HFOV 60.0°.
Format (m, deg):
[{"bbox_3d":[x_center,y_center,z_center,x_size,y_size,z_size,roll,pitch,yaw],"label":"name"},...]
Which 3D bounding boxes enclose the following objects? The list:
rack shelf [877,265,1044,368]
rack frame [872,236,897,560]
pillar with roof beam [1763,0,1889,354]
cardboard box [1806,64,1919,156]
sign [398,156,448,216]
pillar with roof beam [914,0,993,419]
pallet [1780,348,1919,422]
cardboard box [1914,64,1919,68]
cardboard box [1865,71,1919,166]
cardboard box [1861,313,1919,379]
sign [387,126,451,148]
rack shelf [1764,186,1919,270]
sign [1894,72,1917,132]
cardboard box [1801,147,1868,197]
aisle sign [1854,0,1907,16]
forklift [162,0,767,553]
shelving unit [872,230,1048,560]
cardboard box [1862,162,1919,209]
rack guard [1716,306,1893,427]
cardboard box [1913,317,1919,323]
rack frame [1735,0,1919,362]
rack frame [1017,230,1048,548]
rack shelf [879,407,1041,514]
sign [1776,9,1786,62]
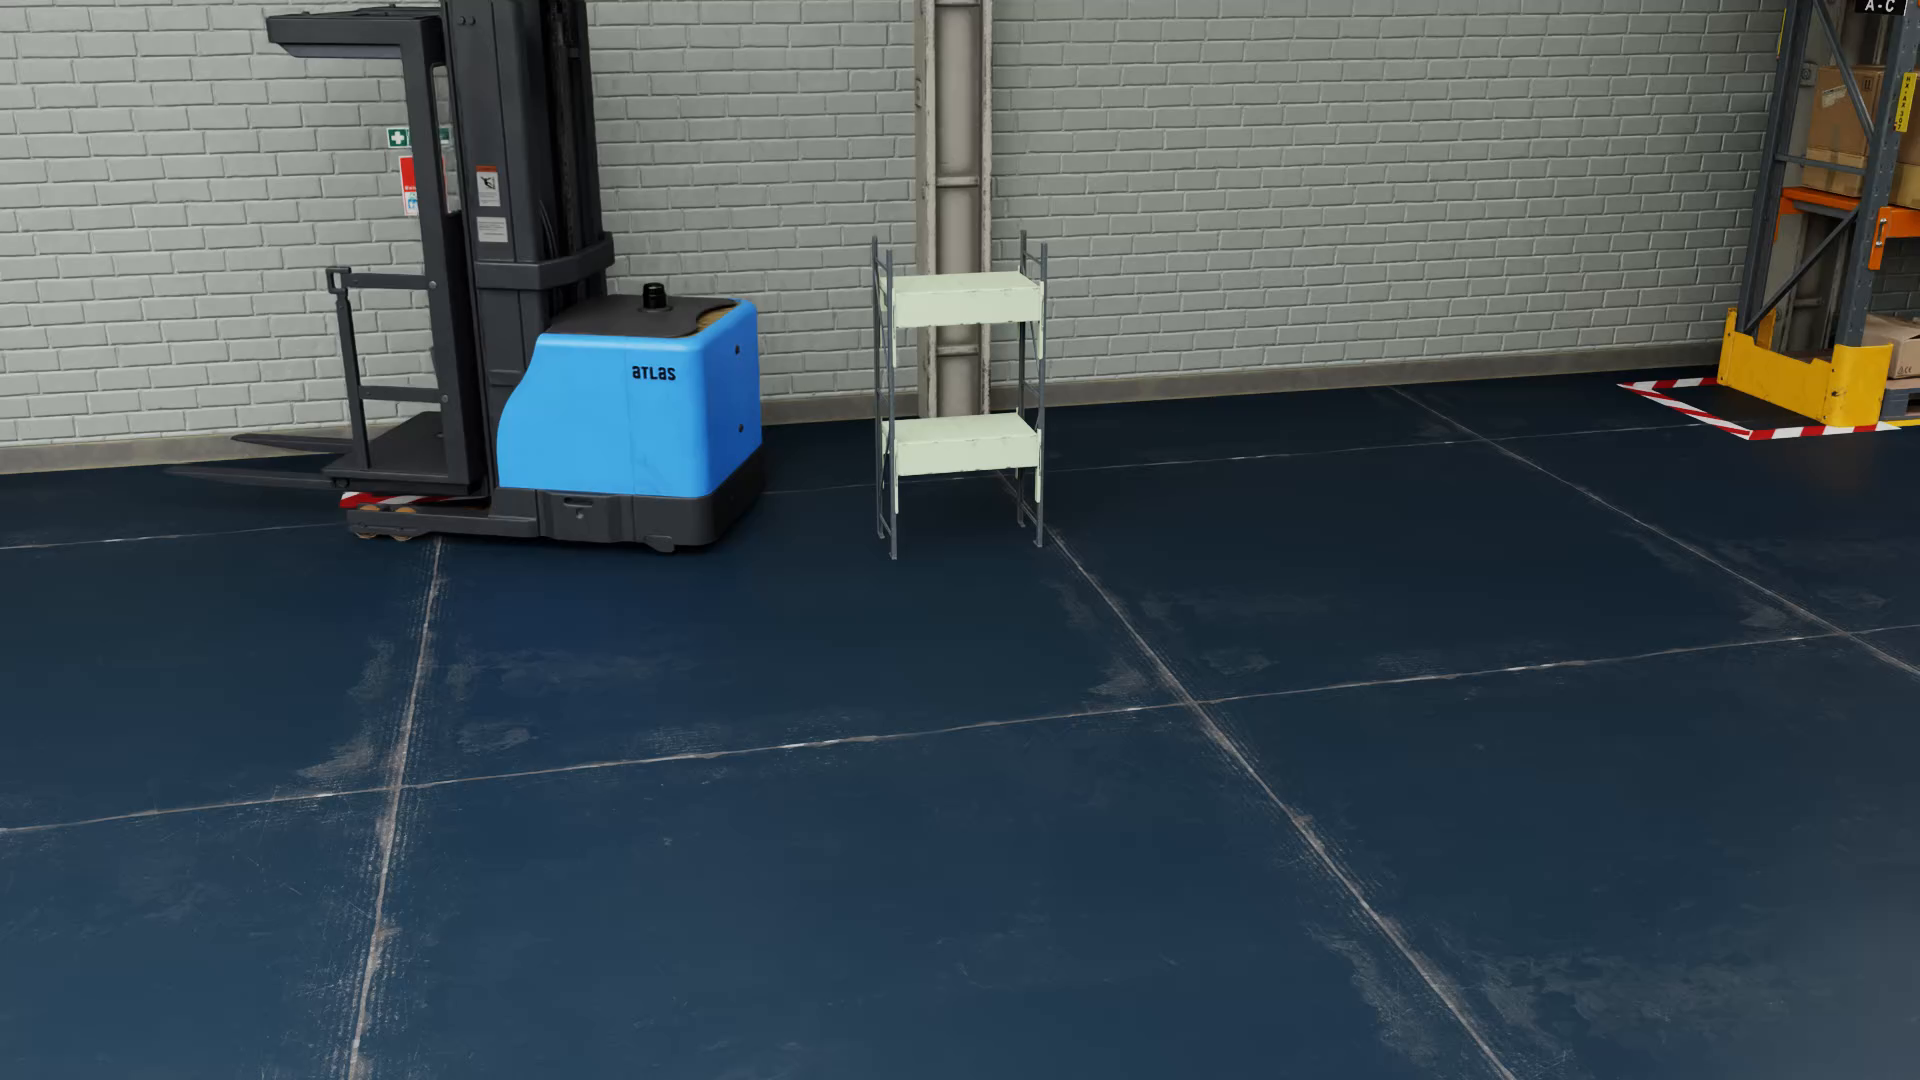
[{"bbox_3d":[-0.006,-1.070,7.921,0.720,0.370,0.431,-5,21,-12],"label":"rack shelf"},{"bbox_3d":[-0.363,-0.675,7.976,0.023,1.500,0.400,-5,21,-12],"label":"rack frame"},{"bbox_3d":[6.791,-4.018,6.201,0.400,9.000,9.100,-5,21,-12],"label":"pillar with roof beam"},{"bbox_3d":[5.728,-2.697,10.414,0.500,0.500,0.500,-5,21,-13],"label":"cardboard box"},{"bbox_3d":[-3.015,-1.992,9.339,0.234,0.329,0.001,-5,21,-12],"label":"sign"},{"bbox_3d":[0.952,-3.543,4.904,0.400,9.000,9.100,-5,21,-12],"label":"pillar with roof beam"},{"bbox_3d":[6.190,-1.046,10.864,1.213,0.211,1.003,-5,21,-12],"label":"pallet"},{"bbox_3d":[6.220,-2.733,10.514,0.500,0.500,0.500,-4,21,-12],"label":"cardboard box"},{"bbox_3d":[5.851,-2.525,9.946,0.500,0.500,0.500,-5,21,-12],"label":"cardboard box"},{"bbox_3d":[6.012,-1.266,10.679,0.500,0.311,0.500,-7,21,-19],"label":"cardboard box"},{"bbox_3d":[-3.008,-2.238,9.241,0.331,0.109,0.001,-5,21,-12],"label":"sign"},{"bbox_3d":[7.264,-2.118,10.780,4.000,0.370,1.077,-5,21,-12],"label":"rack shelf"},{"bbox_3d":[5.443,-2.522,9.580,0.005,0.325,0.100,-5,21,-12],"label":"sign"},{"bbox_3d":[5.728,-2.338,10.525,0.500,0.250,0.500,-4,21,-12],"label":"cardboard box"},{"bbox_3d":[5.317,-3.412,9.488,0.004,0.787,0.394,-5,21,-12],"label":"aisle sign"},{"bbox_3d":[-2.602,-1.544,8.269,3.031,2.935,1.130,4,20,10],"label":"forklift"},{"bbox_3d":[-0.006,-0.704,8.055,0.755,1.500,0.431,-5,21,-12],"label":"shelving unit"},{"bbox_3d":[5.866,-2.168,10.062,0.500,0.250,0.500,-5,21,-14],"label":"cardboard box"},{"bbox_3d":[5.392,-1.129,10.671,0.348,0.500,1.175,-5,21,-12],"label":"rack guard"},{"bbox_3d":[6.567,-1.311,10.802,0.500,0.311,0.500,-3,20,-8],"label":"cardboard box"},{"bbox_3d":[5.318,-2.297,10.225,0.127,3.000,1.000,-5,21,-12],"label":"rack frame"},{"bbox_3d":[0.350,-0.733,8.134,0.023,1.500,0.400,-5,21,-12],"label":"rack frame"},{"bbox_3d":[-0.006,-0.398,8.167,0.720,0.370,0.431,-5,21,-12],"label":"rack shelf"},{"bbox_3d":[5.210,-3.177,10.483,0.005,0.325,0.100,-5,21,-12],"label":"sign"}]
